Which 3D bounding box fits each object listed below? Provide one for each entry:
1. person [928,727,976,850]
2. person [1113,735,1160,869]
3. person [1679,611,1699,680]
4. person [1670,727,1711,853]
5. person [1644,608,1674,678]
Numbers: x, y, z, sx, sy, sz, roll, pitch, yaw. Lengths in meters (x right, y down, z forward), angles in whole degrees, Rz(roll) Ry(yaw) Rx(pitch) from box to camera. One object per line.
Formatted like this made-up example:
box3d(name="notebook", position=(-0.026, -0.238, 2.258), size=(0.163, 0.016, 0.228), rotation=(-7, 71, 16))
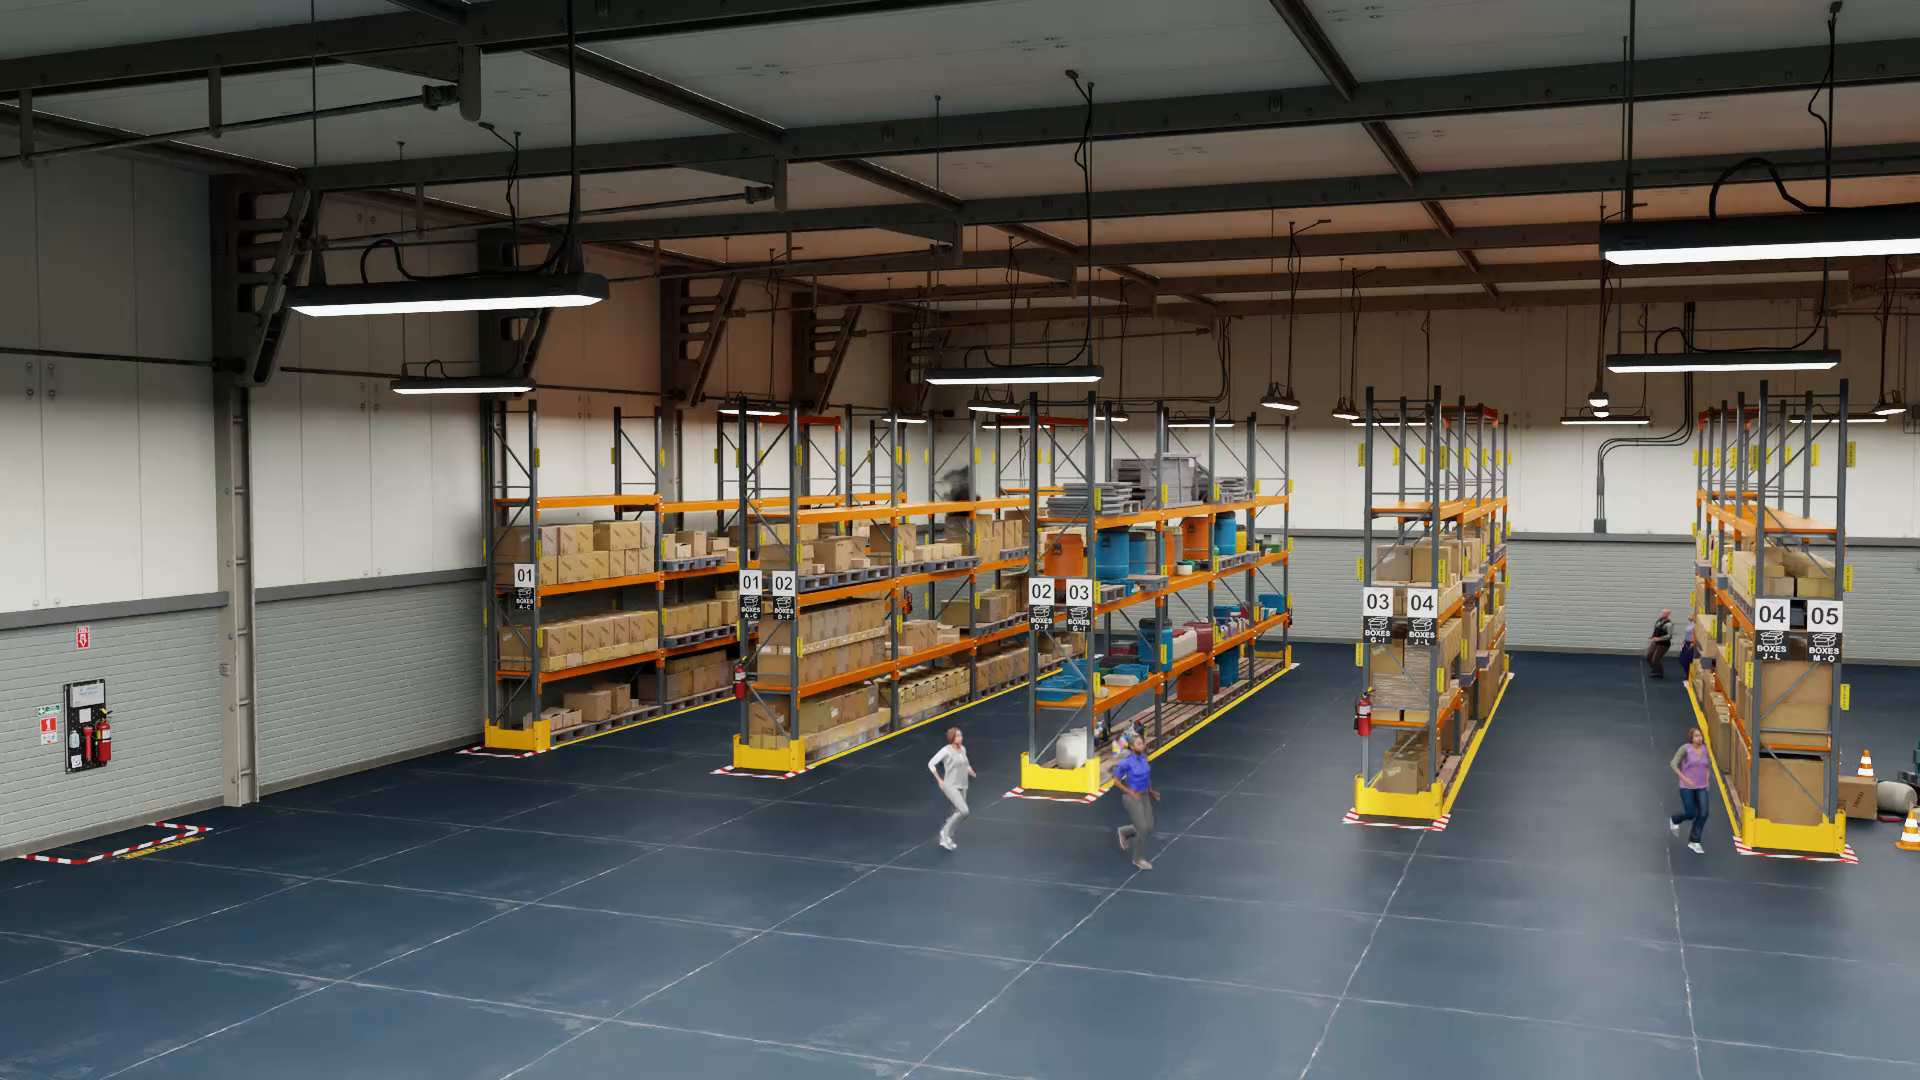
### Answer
box3d(name="person", position=(-0.047, 3.171, 21.090), size=(0.610, 1.542, 0.513), rotation=(2, 4, 40))
box3d(name="person", position=(2.132, 3.199, 20.428), size=(0.575, 1.622, 0.586), rotation=(-3, 4, -43))
box3d(name="person", position=(16.474, 2.385, 37.352), size=(0.543, 1.596, 0.648), rotation=(0, 3, 8))
box3d(name="person", position=(9.368, 3.175, 21.340), size=(0.552, 1.591, 0.615), rotation=(0, 3, -7))
box3d(name="person", position=(15.800, 2.331, 37.614), size=(0.526, 1.622, 0.862), rotation=(-1, 3, -12))
